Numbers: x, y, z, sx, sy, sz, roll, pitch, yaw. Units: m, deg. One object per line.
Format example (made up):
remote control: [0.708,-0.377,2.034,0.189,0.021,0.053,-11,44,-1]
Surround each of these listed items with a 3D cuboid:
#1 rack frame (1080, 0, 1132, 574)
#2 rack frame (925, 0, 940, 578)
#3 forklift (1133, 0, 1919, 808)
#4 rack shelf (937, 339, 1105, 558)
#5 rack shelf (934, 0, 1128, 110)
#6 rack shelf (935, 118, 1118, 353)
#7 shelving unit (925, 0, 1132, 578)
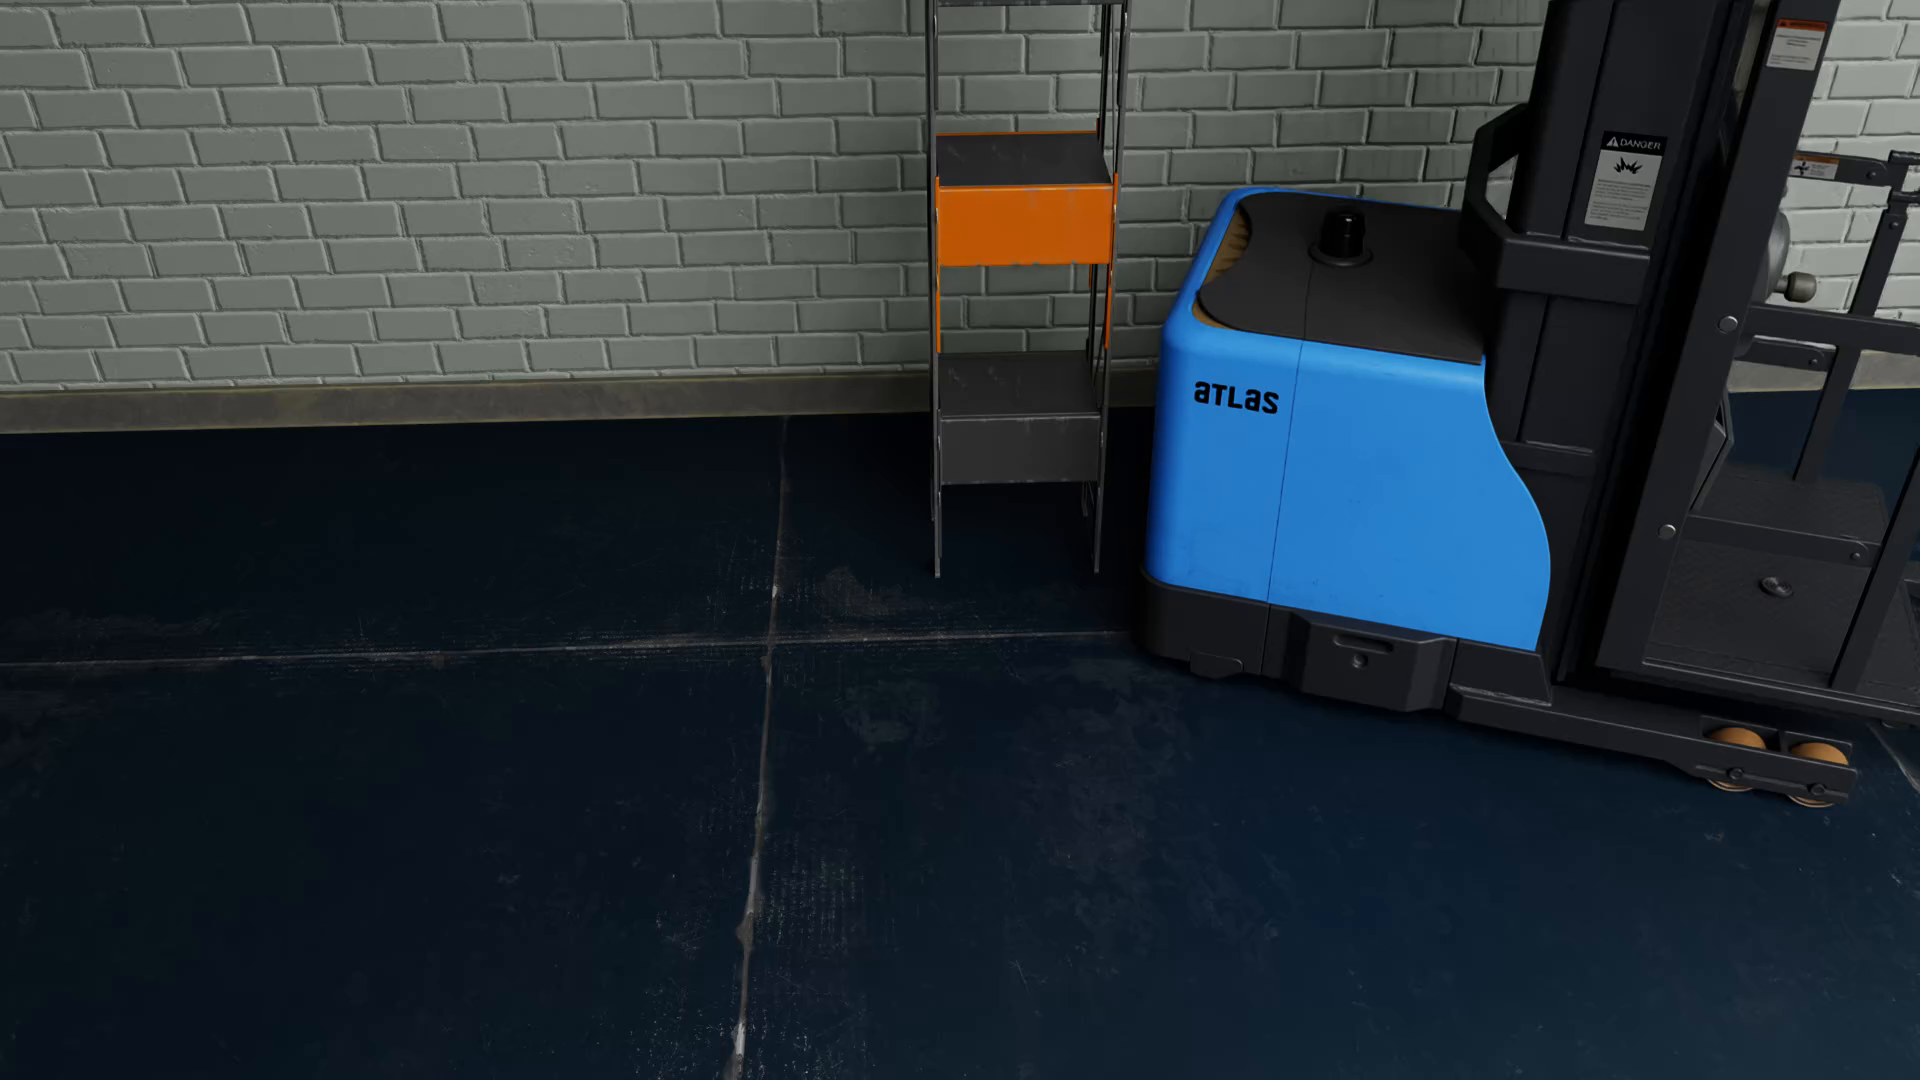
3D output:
rack frame: [0.409,-0.874,4.668,0.015,2.100,0.400,-2,35,-2]
rack frame: [-0.078,-0.861,4.649,0.015,2.100,0.400,-2,35,-2]
forklift: [2.069,-0.860,3.917,3.031,2.935,1.130,10,36,14]
rack shelf: [0.165,-0.281,5.065,0.480,0.518,0.431,-2,35,-2]
rack shelf: [0.165,-1.432,4.268,0.480,0.518,0.431,-2,35,-2]
rack shelf: [0.165,-0.857,4.667,0.480,0.518,0.431,-2,35,-2]
shelving unit: [0.165,-0.868,4.659,0.503,2.100,0.431,-2,35,-2]
